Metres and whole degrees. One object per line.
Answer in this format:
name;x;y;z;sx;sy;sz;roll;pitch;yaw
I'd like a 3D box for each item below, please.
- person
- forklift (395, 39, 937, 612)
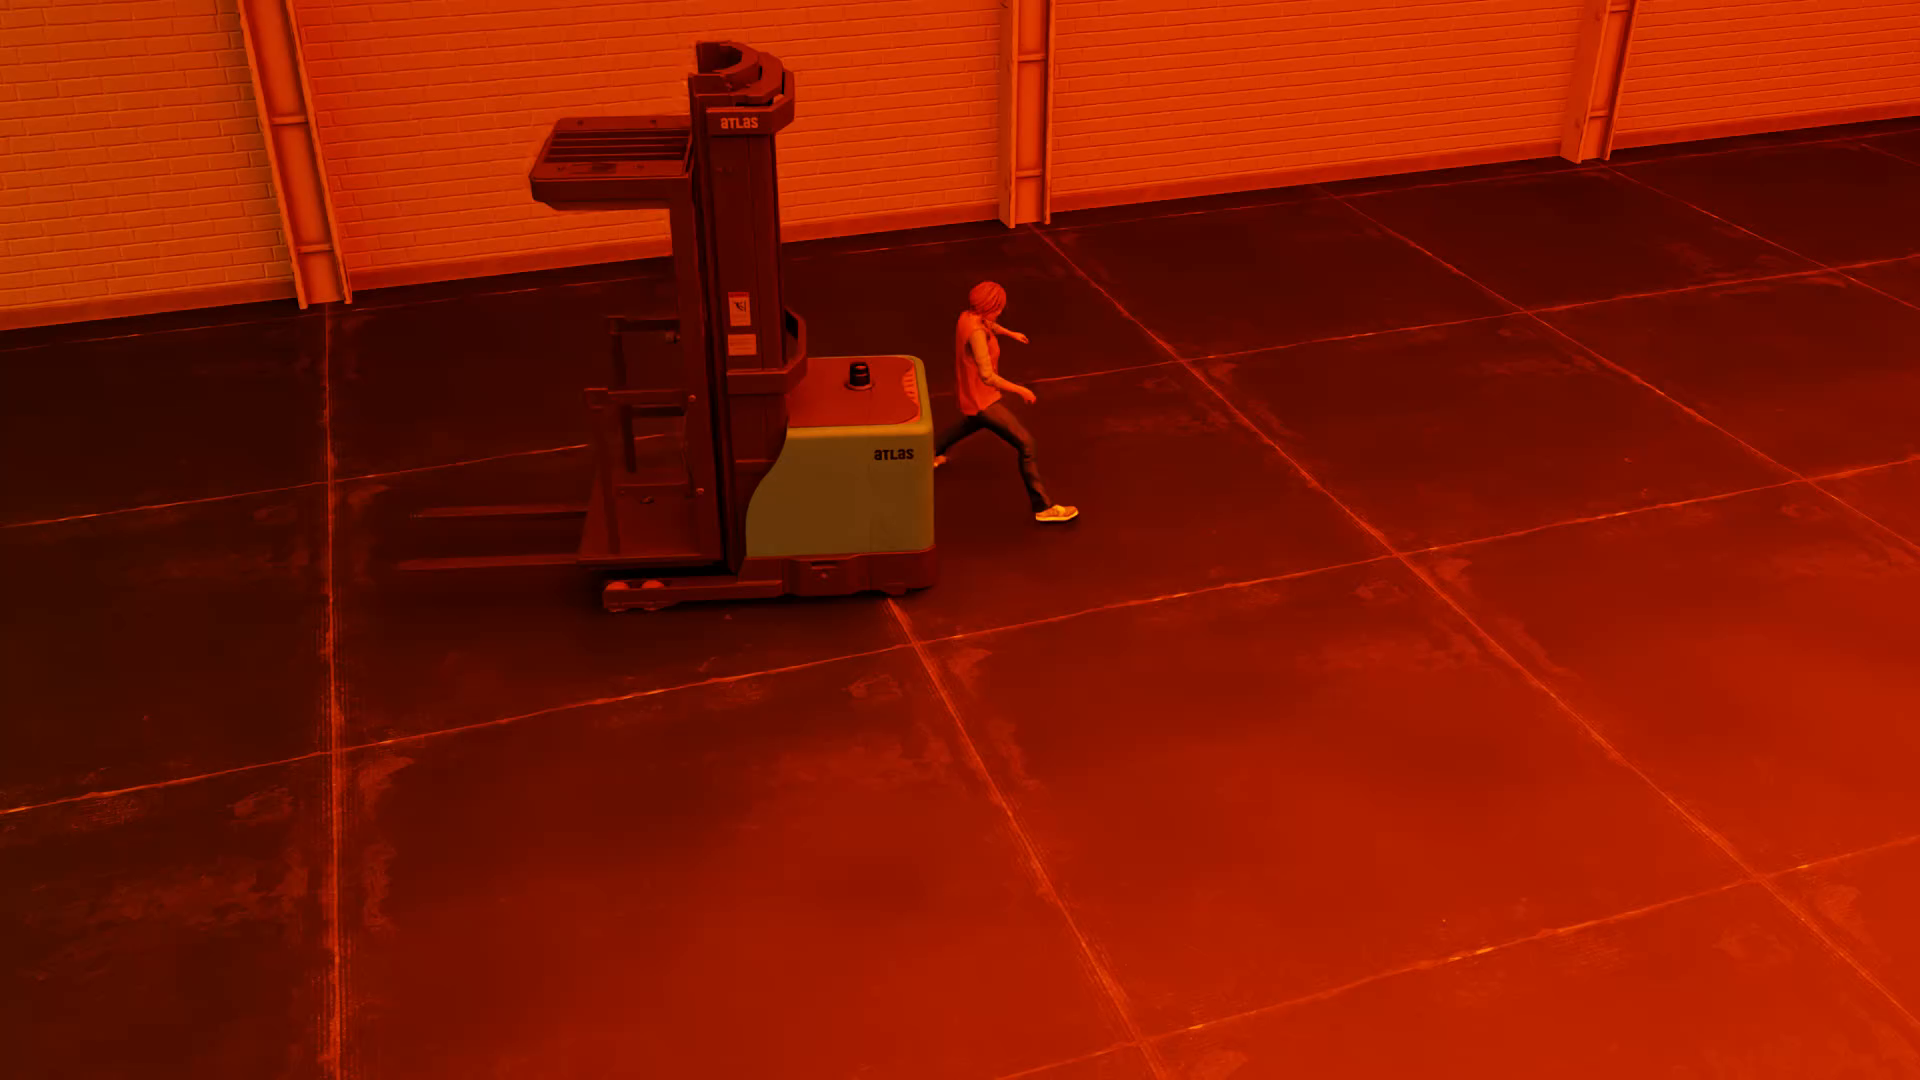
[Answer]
person;0.225;-0.922;10.237;0.912;1.440;0.983;-3;30;-6
forklift;-1.675;-1.141;9.070;3.031;2.935;1.130;-2;30;-4
